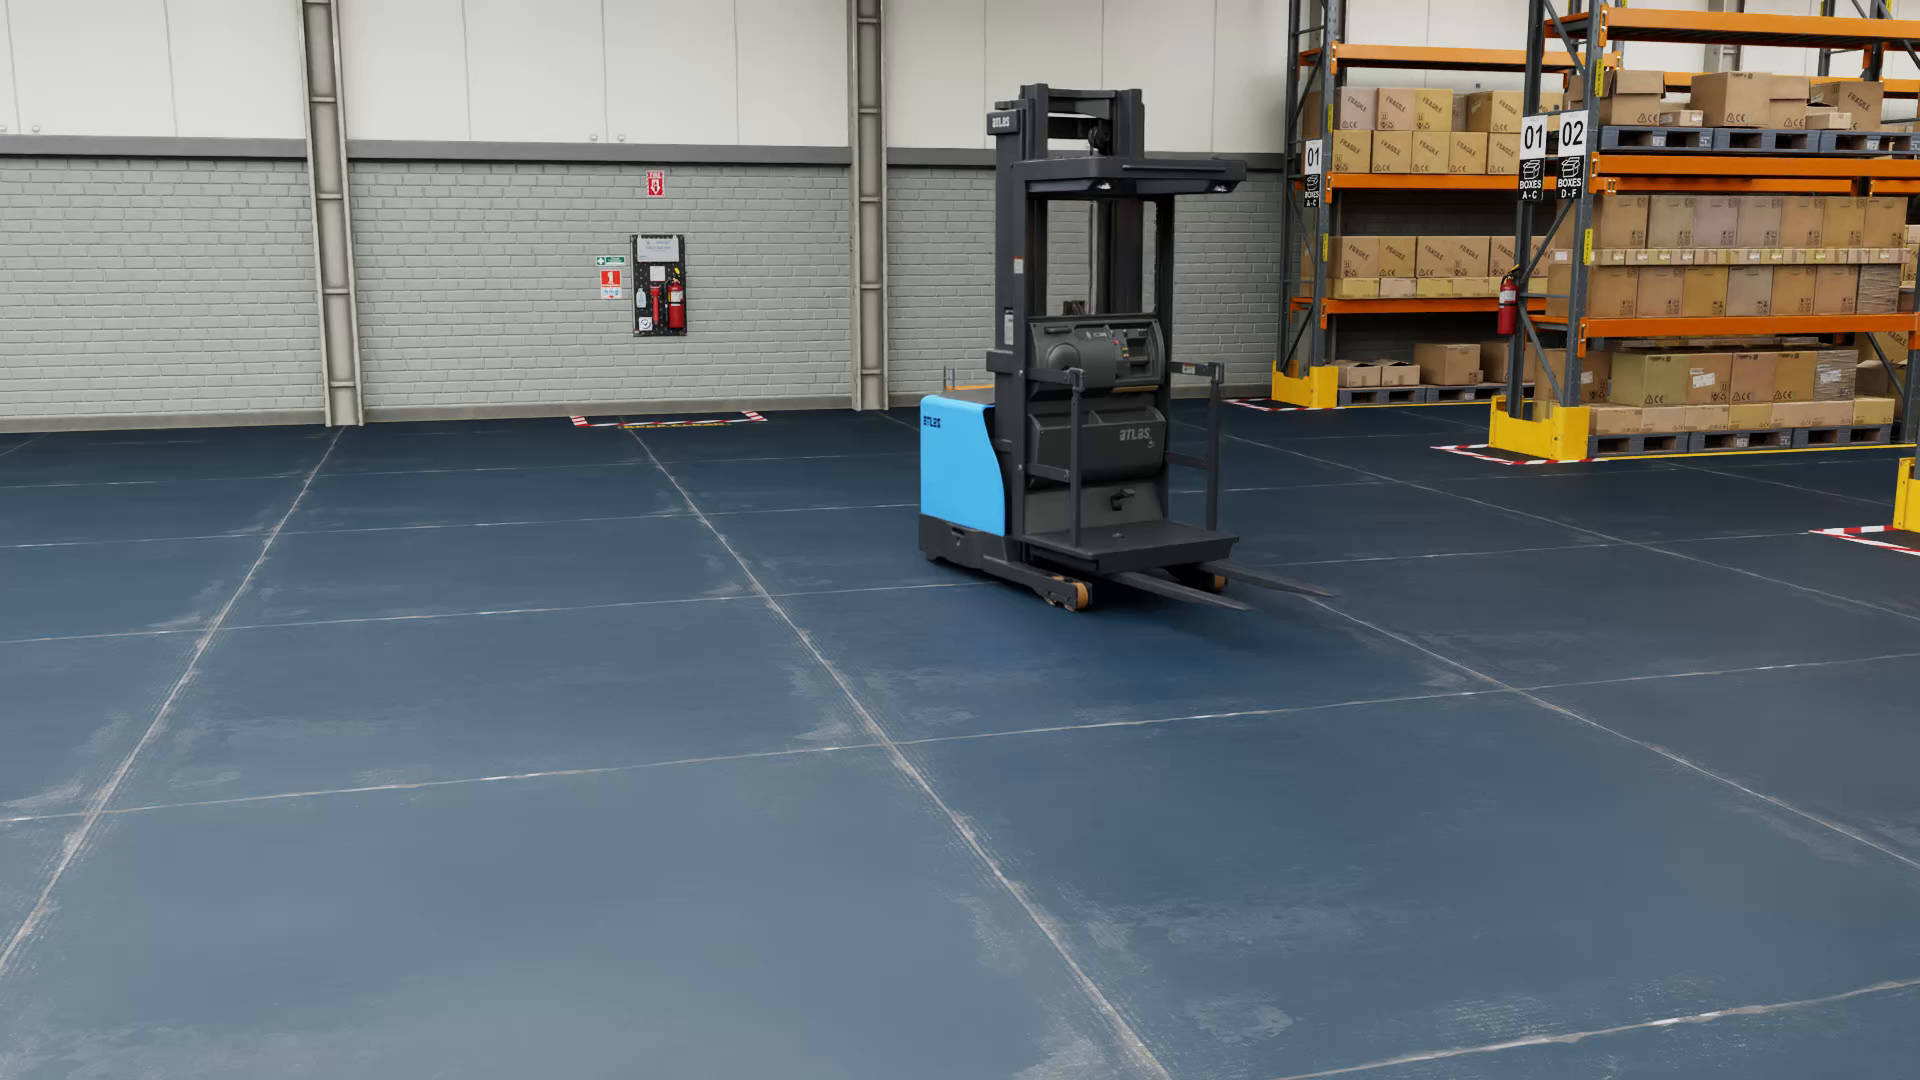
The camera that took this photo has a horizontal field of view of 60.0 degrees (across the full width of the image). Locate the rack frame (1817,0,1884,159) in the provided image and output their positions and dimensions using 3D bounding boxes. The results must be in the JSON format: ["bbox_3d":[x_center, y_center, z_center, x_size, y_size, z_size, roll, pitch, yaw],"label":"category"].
[{"bbox_3d":[11.918,-6.543,22.233,0.127,3.000,1.000,-3,11,-16],"label":"rack frame"}]

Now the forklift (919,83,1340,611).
[{"bbox_3d":[0.929,-1.137,9.625,1.130,2.935,3.031,-6,12,-31],"label":"forklift"}]

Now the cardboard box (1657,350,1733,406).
[{"bbox_3d":[7.158,-1.592,16.270,0.500,0.500,0.500,-3,11,-16],"label":"cardboard box"}]

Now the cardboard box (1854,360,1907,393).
[{"bbox_3d":[9.774,-1.730,17.543,0.500,0.311,0.500,-3,11,-16],"label":"cardboard box"}]

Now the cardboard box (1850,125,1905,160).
[{"bbox_3d":[12.358,-5.367,22.641,0.500,0.500,0.700,-4,11,-20],"label":"cardboard box"}]

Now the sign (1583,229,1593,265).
[{"bbox_3d":[5.774,-2.695,15.290,0.005,0.325,0.100,-3,11,-16],"label":"sign"}]

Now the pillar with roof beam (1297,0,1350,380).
[{"bbox_3d":[5.870,-5.576,16.978,0.400,9.000,9.100,-3,11,-16],"label":"pillar with roof beam"}]

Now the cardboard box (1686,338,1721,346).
[{"bbox_3d":[9.762,-2.471,22.373,0.500,0.500,0.700,-3,11,-15],"label":"cardboard box"}]

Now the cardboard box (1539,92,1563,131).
[{"bbox_3d":[7.146,-5.314,20.749,0.500,0.500,0.500,-2,11,-13],"label":"cardboard box"}]

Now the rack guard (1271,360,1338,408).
[{"bbox_3d":[4.309,-1.962,20.825,0.348,0.500,1.175,-3,11,-16],"label":"rack guard"}]

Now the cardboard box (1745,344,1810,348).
[{"bbox_3d":[8.455,-1.757,17.167,0.500,0.500,0.500,-3,11,-16],"label":"cardboard box"}]

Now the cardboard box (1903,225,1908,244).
[{"bbox_3d":[12.453,-4.146,22.560,0.500,0.250,0.500,-3,11,-15],"label":"cardboard box"}]

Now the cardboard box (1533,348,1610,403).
[{"bbox_3d":[6.056,-1.629,16.472,0.500,0.500,0.500,-3,11,-16],"label":"cardboard box"}]

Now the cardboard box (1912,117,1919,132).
[{"bbox_3d":[10.059,-4.167,16.865,0.500,0.250,0.500,-2,11,-10],"label":"cardboard box"}]

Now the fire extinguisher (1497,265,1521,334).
[{"bbox_3d":[5.381,-2.364,16.314,0.183,0.674,0.296,-3,11,-16],"label":"fire extinguisher"}]

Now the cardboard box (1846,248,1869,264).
[{"bbox_3d":[8.775,-2.821,16.515,0.250,0.149,0.380,-3,11,-18],"label":"cardboard box"}]

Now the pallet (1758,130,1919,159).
[{"bbox_3d":[8.653,-3.913,16.478,1.213,0.211,1.003,-3,11,-16],"label":"pallet"}]

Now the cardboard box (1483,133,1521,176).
[{"bbox_3d":[6.651,-4.798,20.707,0.500,0.500,0.500,-3,11,-18],"label":"cardboard box"}]

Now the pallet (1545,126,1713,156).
[{"bbox_3d":[6.311,-3.790,15.807,1.213,0.211,1.003,-3,11,-16],"label":"pallet"}]

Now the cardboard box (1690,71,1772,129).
[{"bbox_3d":[7.296,-4.163,15.768,0.500,0.500,0.500,-3,11,-16],"label":"cardboard box"}]

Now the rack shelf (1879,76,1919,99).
[{"bbox_3d":[13.838,-6.094,22.885,4.000,0.370,1.077,-3,11,-16],"label":"rack shelf"}]

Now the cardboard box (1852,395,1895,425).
[{"bbox_3d":[9.081,-1.322,16.878,0.500,0.250,0.500,-3,11,-16],"label":"cardboard box"}]

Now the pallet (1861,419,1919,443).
[{"bbox_3d":[10.162,-1.202,17.492,1.213,0.211,1.003,-3,11,-16],"label":"pallet"}]

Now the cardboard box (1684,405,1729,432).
[{"bbox_3d":[7.161,-1.221,16.327,0.500,0.250,0.500,-3,11,-16],"label":"cardboard box"}]

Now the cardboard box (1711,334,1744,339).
[{"bbox_3d":[10.184,-2.858,22.404,0.500,0.250,0.500,-3,11,-16],"label":"cardboard box"}]

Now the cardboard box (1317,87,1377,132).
[{"bbox_3d":[4.674,-5.191,20.081,0.500,0.500,0.500,-4,11,-20],"label":"cardboard box"}]

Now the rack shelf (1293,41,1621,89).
[{"bbox_3d":[6.157,-5.884,20.650,4.000,0.370,1.077,-3,11,-16],"label":"rack shelf"}]

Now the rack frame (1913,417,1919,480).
[{"bbox_3d":[7.005,-1.466,11.223,0.127,3.000,1.000,-3,11,-16],"label":"rack frame"}]

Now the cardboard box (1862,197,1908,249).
[{"bbox_3d":[9.041,-3.193,16.746,0.500,0.500,0.700,-3,11,-16],"label":"cardboard box"}]

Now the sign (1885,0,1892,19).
[{"bbox_3d":[12.079,-6.948,21.632,0.005,0.325,0.100,-3,11,-16],"label":"sign"}]

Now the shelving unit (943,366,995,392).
[{"bbox_3d":[0.159,-0.598,11.483,0.503,1.200,0.258,-3,11,-16],"label":"shelving unit"}]

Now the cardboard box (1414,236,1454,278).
[{"bbox_3d":[5.754,-3.513,20.631,0.500,0.500,0.500,-3,11,-18],"label":"cardboard box"}]

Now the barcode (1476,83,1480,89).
[{"bbox_3d":[6.622,-5.804,21.257,0.075,0.075,0.001,-3,11,-16],"label":"barcode"}]

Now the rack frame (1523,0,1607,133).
[{"bbox_3d":[5.625,-5.277,15.358,0.127,3.000,1.000,-3,11,-16],"label":"rack frame"}]

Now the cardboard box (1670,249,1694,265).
[{"bbox_3d":[6.797,-2.716,15.947,0.250,0.149,0.380,-3,11,-17],"label":"cardboard box"}]

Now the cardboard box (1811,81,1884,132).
[{"bbox_3d":[8.908,-4.349,16.780,0.500,0.500,0.500,-2,11,-11],"label":"cardboard box"}]

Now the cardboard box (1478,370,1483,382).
[{"bbox_3d":[6.536,-2.127,21.475,0.250,0.149,0.380,-4,11,-21],"label":"cardboard box"}]

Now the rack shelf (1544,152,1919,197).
[{"bbox_3d":[7.545,-3.549,16.244,4.000,0.370,1.077,-3,11,-16],"label":"rack shelf"}]

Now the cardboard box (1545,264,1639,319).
[{"bbox_3d":[6.076,-2.397,16.008,0.500,0.500,0.700,-3,11,-16],"label":"cardboard box"}]

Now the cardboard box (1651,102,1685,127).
[{"bbox_3d":[6.657,-4.108,16.158,0.500,0.250,0.500,-3,11,-16],"label":"cardboard box"}]

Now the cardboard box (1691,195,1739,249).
[{"bbox_3d":[7.114,-3.091,16.194,0.500,0.500,0.700,-3,11,-16],"label":"cardboard box"}]

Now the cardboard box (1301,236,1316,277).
[{"bbox_3d":[4.630,-3.553,20.852,0.500,0.500,0.500,-3,11,-17],"label":"cardboard box"}]

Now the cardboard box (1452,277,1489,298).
[{"bbox_3d":[6.265,-3.172,20.851,0.500,0.250,0.500,-3,11,-15],"label":"cardboard box"}]

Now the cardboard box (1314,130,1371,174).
[{"bbox_3d":[4.627,-4.695,20.151,0.500,0.500,0.500,-3,11,-14],"label":"cardboard box"}]

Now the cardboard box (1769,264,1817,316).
[{"bbox_3d":[8.053,-2.502,16.578,0.500,0.500,0.700,-3,11,-15],"label":"cardboard box"}]

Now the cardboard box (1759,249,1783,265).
[{"bbox_3d":[7.790,-2.768,16.232,0.250,0.149,0.380,-3,11,-14],"label":"cardboard box"}]
